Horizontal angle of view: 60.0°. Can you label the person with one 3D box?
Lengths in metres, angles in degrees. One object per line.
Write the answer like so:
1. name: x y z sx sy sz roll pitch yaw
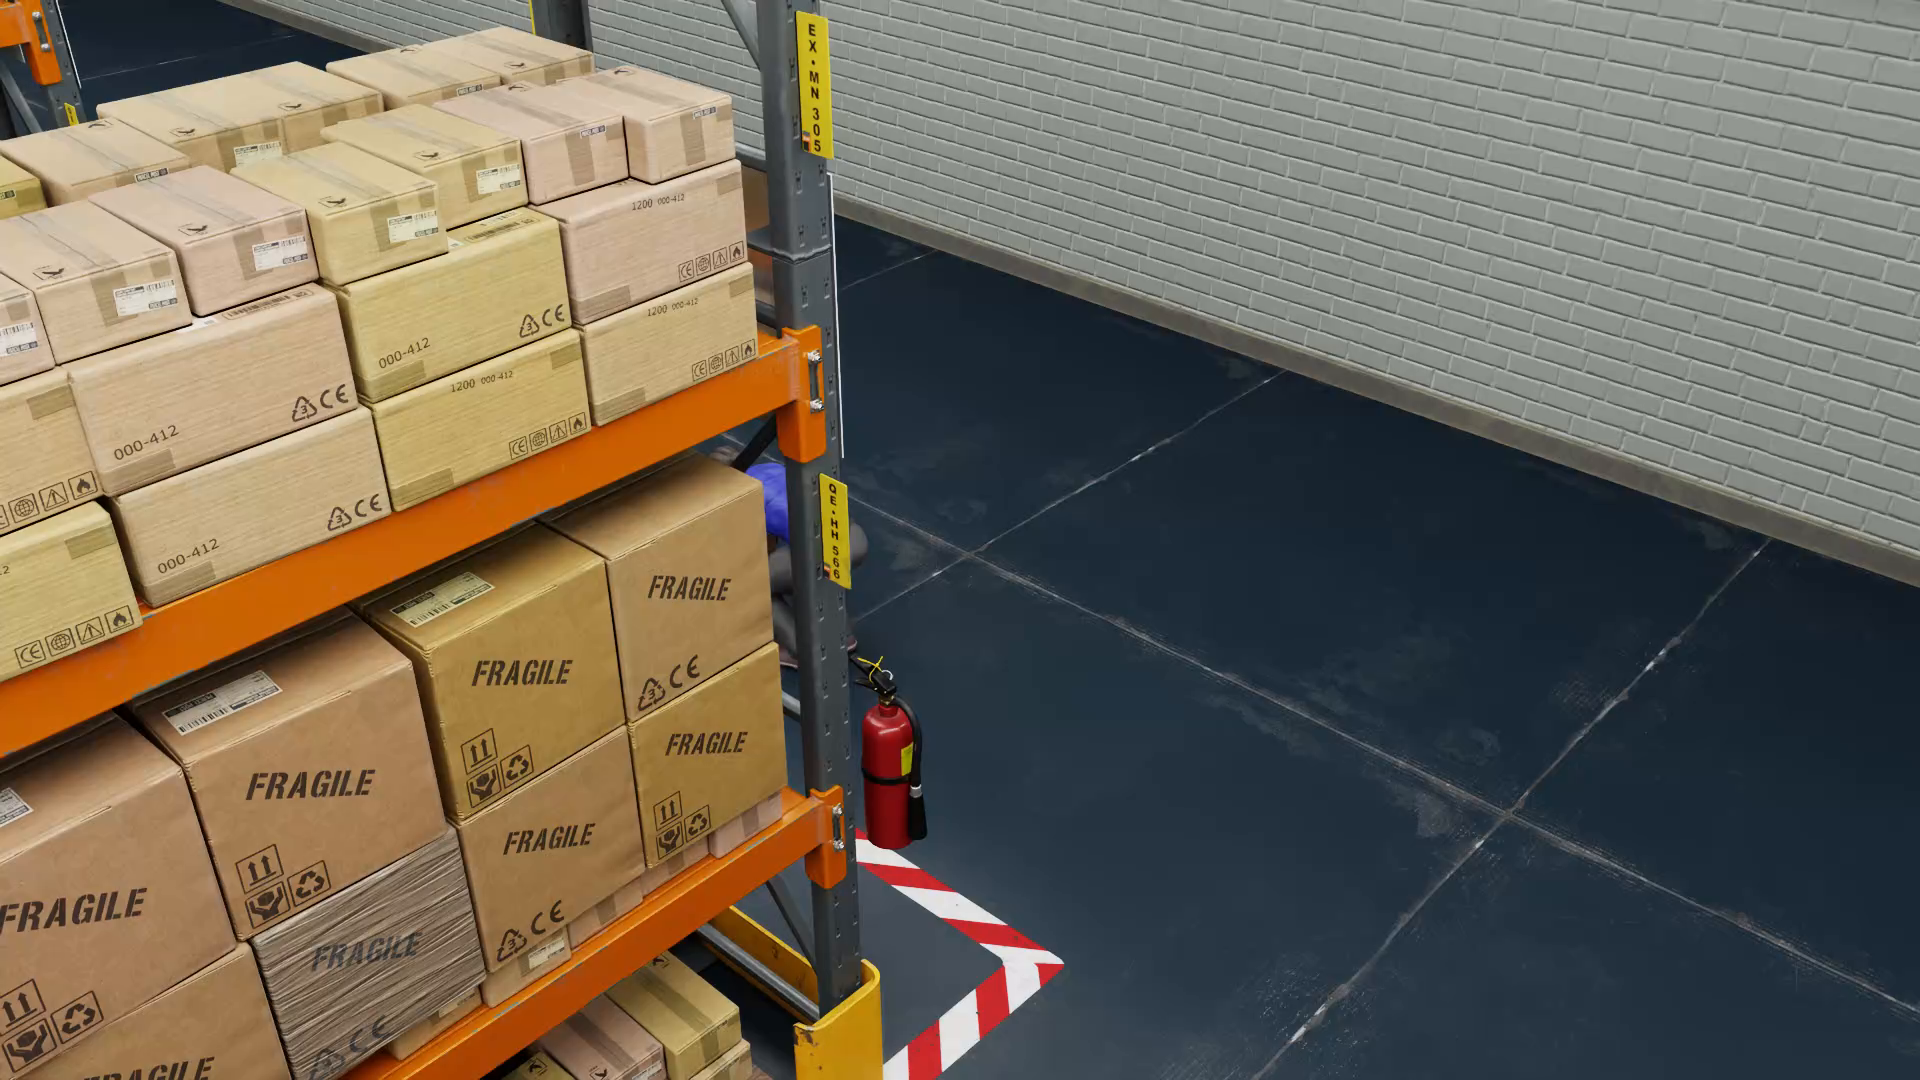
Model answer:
1. person: -0.814 0.076 7.701 0.857 0.946 0.472 24 39 33
